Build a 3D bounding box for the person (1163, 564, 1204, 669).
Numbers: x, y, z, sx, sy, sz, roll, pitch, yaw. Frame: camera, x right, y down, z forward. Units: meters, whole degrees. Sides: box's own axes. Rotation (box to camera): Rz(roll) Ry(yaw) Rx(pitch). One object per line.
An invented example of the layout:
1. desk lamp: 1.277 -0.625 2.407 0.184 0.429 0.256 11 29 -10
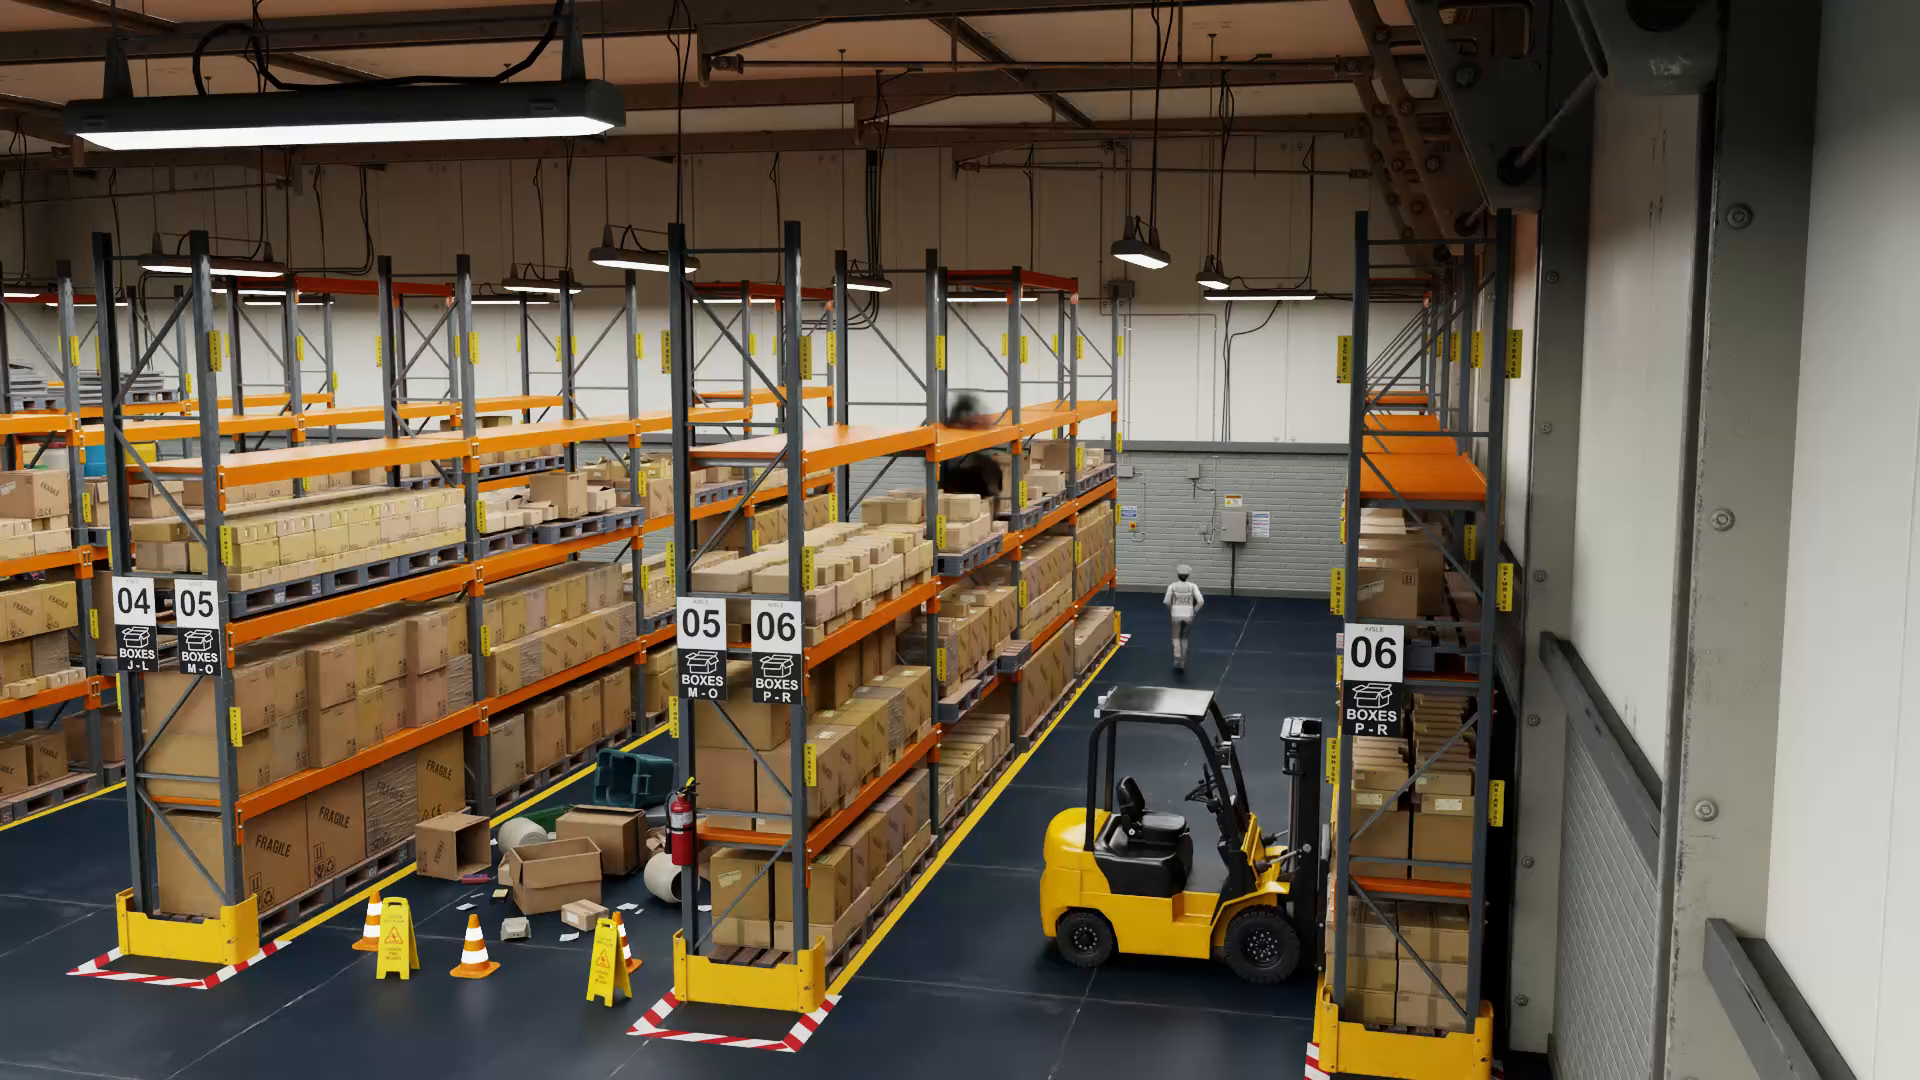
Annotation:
1. person: 3.451 1.212 25.736 0.627 1.674 0.636 0 7 3
